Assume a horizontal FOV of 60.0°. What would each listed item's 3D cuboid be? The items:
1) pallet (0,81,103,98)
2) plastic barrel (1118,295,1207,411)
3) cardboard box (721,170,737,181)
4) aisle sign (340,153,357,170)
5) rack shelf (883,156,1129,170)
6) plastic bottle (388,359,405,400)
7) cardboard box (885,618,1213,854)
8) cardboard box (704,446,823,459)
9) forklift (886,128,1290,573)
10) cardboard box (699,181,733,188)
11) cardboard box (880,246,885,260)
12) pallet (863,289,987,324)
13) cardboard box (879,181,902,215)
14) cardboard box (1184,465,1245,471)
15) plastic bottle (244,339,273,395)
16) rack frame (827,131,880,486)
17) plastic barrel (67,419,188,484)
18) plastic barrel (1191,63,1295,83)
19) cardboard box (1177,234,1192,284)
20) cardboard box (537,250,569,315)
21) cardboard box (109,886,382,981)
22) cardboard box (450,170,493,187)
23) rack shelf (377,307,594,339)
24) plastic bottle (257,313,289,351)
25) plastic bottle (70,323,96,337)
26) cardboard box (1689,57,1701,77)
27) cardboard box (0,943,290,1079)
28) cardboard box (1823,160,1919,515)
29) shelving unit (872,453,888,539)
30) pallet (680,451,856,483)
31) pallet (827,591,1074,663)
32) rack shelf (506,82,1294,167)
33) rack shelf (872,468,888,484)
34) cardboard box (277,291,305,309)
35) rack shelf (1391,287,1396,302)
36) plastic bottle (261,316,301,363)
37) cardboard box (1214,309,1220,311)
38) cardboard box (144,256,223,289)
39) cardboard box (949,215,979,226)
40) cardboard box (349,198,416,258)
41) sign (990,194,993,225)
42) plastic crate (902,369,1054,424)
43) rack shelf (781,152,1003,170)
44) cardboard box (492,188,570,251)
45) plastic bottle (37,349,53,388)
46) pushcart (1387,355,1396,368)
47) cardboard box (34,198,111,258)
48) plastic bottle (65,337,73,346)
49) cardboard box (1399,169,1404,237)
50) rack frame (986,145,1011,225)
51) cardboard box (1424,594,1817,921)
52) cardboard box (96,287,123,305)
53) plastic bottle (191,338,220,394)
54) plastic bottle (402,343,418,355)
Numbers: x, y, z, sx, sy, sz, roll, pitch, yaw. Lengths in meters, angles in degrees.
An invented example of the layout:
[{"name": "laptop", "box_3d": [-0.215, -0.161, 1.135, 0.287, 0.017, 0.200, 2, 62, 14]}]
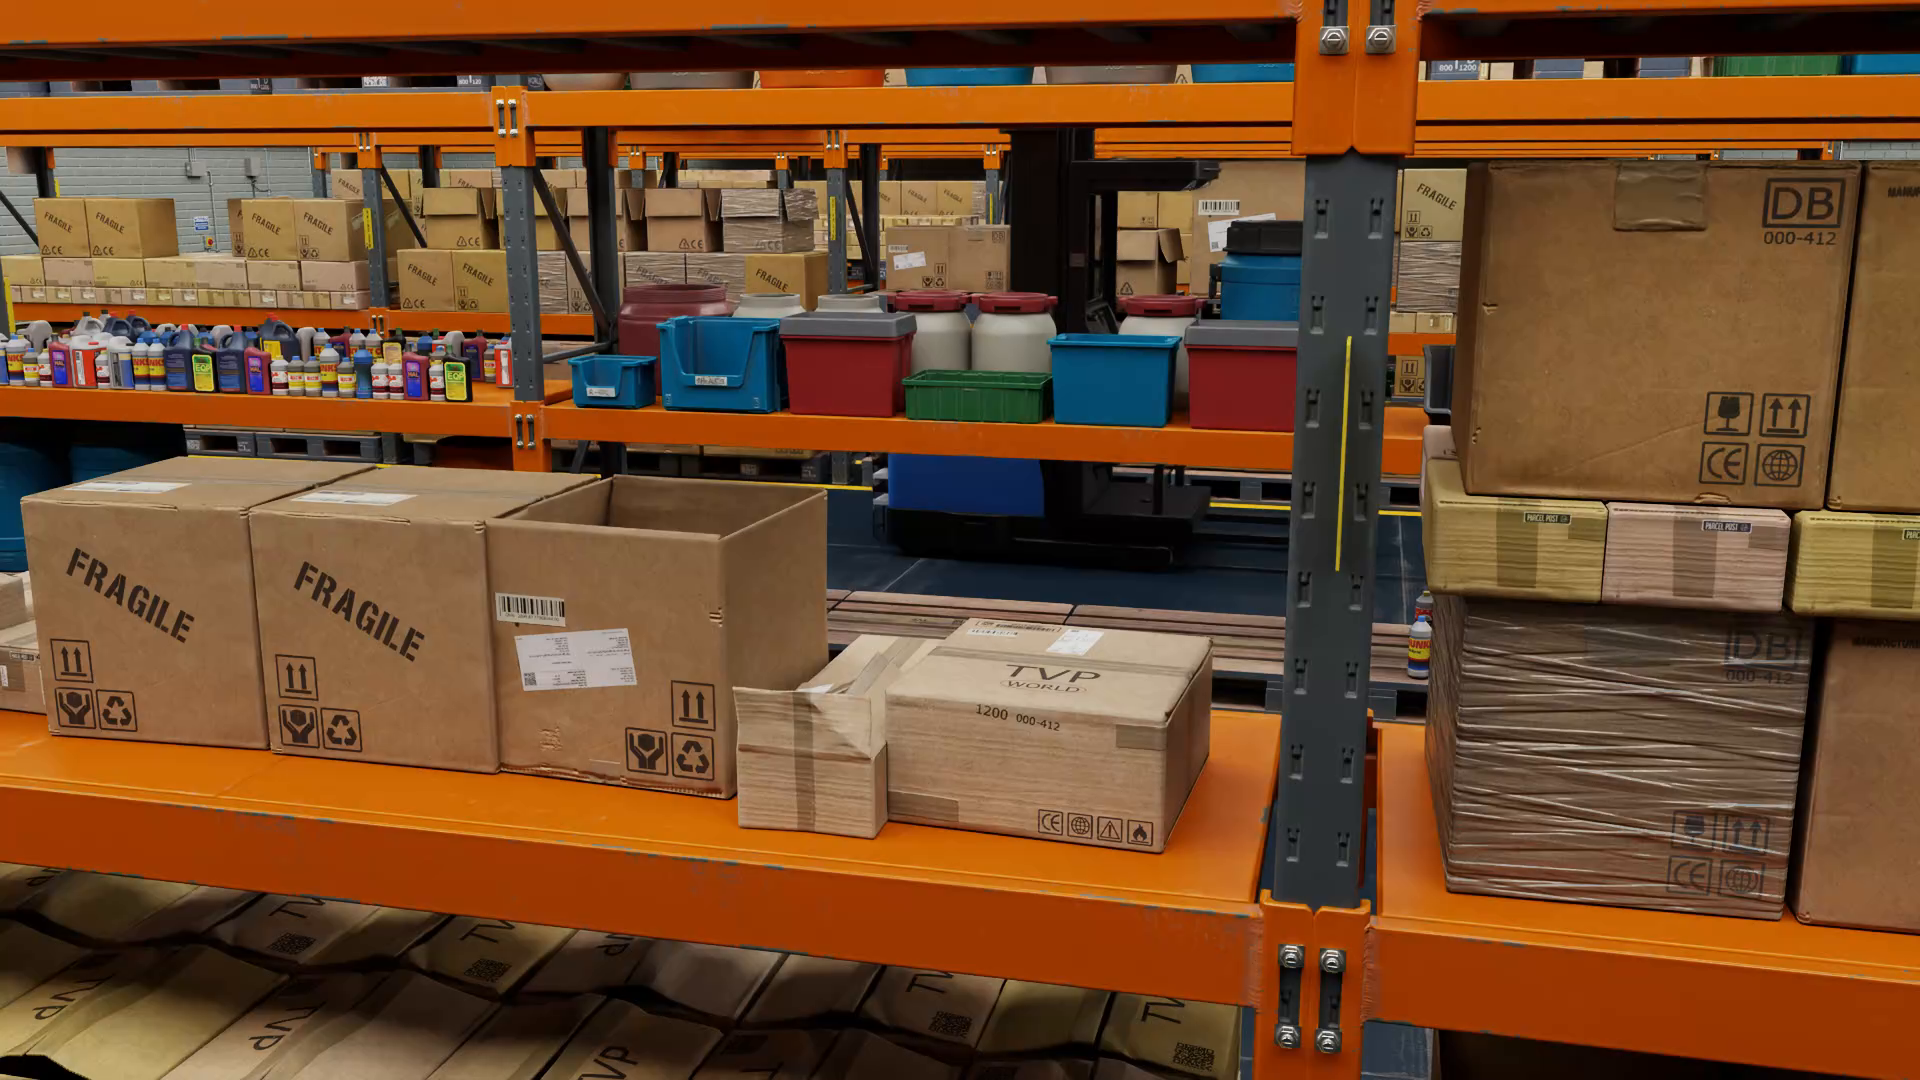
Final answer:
[{"name": "pallet", "box_3d": [-5.124, -2.520, 9.177, 1.003, 0.211, 1.213, 3, 13, 14]}, {"name": "plastic barrel", "box_3d": [0.982, -0.915, 8.117, 0.433, 0.535, 0.433, 0, 13, 0]}, {"name": "cardboard box", "box_3d": [-3.192, -5.147, 23.472, 0.250, 0.149, 0.380, 3, 13, 14]}, {"name": "aisle sign", "box_3d": [-7.318, -4.791, 19.899, 0.004, 0.787, 0.394, 3, 13, 14]}, {"name": "rack shelf", "box_3d": [0.780, -6.347, 27.650, 4.000, 0.370, 1.077, 3, 13, 14]}, {"name": "plastic bottle", "box_3d": [-2.852, -0.816, 8.446, 0.097, 0.201, 0.097, 0, 13, 0]}, {"name": "cardboard box", "box_3d": [0.180, 0.346, 3.096, 0.500, 0.250, 0.500, 4, 13, 17]}, {"name": "cardboard box", "box_3d": [-1.503, -1.210, 13.696, 0.875, 0.875, 1.225, 2, 13, 11]}, {"name": "forklift", "box_3d": [1.095, -1.356, 10.578, 3.031, 2.935, 1.130, 3, 13, 15]}, {"name": "cardboard box", "box_3d": [-3.362, -4.825, 23.515, 0.500, 0.500, 0.500, 3, 13, 13]}, {"name": "cardboard box", "box_3d": [-0.873, -3.091, 17.851, 0.250, 0.149, 0.380, 3, 13, 13]}, {"name": "pallet", "box_3d": [-0.121, -1.893, 13.286, 1.003, 0.211, 1.213, 3, 13, 14]}, {"name": "cardboard box", "box_3d": [-1.002, -4.700, 22.952, 0.500, 0.500, 0.500, 3, 13, 12]}, {"name": "cardboard box", "box_3d": [1.996, -0.854, 12.912, 0.500, 0.500, 0.700, 3, 13, 13]}, {"name": "plastic bottle", "box_3d": [-3.630, -0.894, 8.606, 0.133, 0.283, 0.061, 3, 13, 14]}, {"name": "rack frame", "box_3d": [-0.838, -2.002, 13.331, 0.127, 3.000, 1.000, 3, 13, 14]}, {"name": "plastic barrel", "box_3d": [-4.697, -0.280, 9.445, 0.708, 0.901, 0.600, 3, 13, 14]}, {"name": "plastic barrel", "box_3d": [1.313, -2.442, 7.235, 0.708, 0.901, 0.600, 3, 13, 14]}, {"name": "cardboard box", "box_3d": [2.286, -2.930, 17.283, 0.500, 0.500, 0.500, 3, 13, 13]}, {"name": "cardboard box", "box_3d": [-3.361, -2.130, 13.677, 0.500, 0.500, 0.500, 3, 13, 12]}, {"name": "cardboard box", "box_3d": [-1.652, 0.973, 4.008, 0.500, 0.311, 0.500, 3, 13, 13]}, {"name": "cardboard box", "box_3d": [-5.460, -3.975, 19.001, 0.500, 0.500, 0.500, 3, 13, 12]}, {"name": "rack shelf", "box_3d": [-2.780, -1.754, 13.876, 4.000, 0.370, 1.077, 3, 13, 14]}, {"name": "plastic bottle", "box_3d": [-3.868, -1.108, 9.415, 0.185, 0.351, 0.144, 3, 13, 14]}, {"name": "plastic bottle", "box_3d": [-5.094, -1.136, 9.714, 0.135, 0.276, 0.152, 3, 13, 14]}, {"name": "cardboard box", "box_3d": [5.068, -3.214, 11.296, 0.250, 0.149, 0.380, 2, 13, 11]}, {"name": "cardboard box", "box_3d": [-1.771, 1.086, 3.496, 0.500, 0.311, 0.500, 3, 13, 12]}, {"name": "cardboard box", "box_3d": [1.591, -0.346, 2.640, 0.500, 0.500, 0.700, 3, 13, 13]}, {"name": "shelving unit", "box_3d": [-0.459, -0.466, 11.257, 0.210, 0.900, 0.258, 3, 13, 15]}, {"name": "pallet", "box_3d": [-1.586, -0.697, 13.889, 1.213, 0.211, 1.003, 3, 13, 14]}, {"name": "pallet", "box_3d": [-0.101, 0.513, 8.433, 1.213, 0.211, 1.003, 3, 13, 14]}, {"name": "rack shelf", "box_3d": [-0.083, -1.970, 7.921, 4.000, 0.370, 1.077, 3, 13, 14]}, {"name": "rack shelf", "box_3d": [-0.459, -0.433, 11.264, 0.200, 0.077, 0.258, 3, 13, 15]}, {"name": "cardboard box", "box_3d": [-5.596, -2.060, 14.175, 0.250, 0.149, 0.380, 3, 13, 13]}, {"name": "rack shelf", "box_3d": [6.273, -2.377, 16.683, 4.000, 0.370, 1.077, 3, 13, 14]}, {"name": "plastic bottle", "box_3d": [-3.774, -1.069, 9.239, 0.185, 0.351, 0.144, 3, 13, 14]}, {"name": "cardboard box", "box_3d": [3.535, -2.899, 22.473, 0.625, 0.372, 0.950, 4, 13, 15]}, {"name": "cardboard box", "box_3d": [-6.703, -2.329, 14.464, 0.500, 0.250, 0.500, 3, 13, 12]}, {"name": "cardboard box", "box_3d": [0.042, -3.477, 18.218, 0.250, 0.149, 0.380, 3, 13, 14]}, {"name": "cardboard box", "box_3d": [-5.126, -2.726, 14.523, 0.500, 0.500, 0.500, 3, 13, 14]}, {"name": "sign", "box_3d": [0.327, -3.451, 17.375, 0.005, 0.325, 0.100, 3, 13, 14]}, {"name": "plastic crate", "box_3d": [0.100, -0.680, 7.863, 0.662, 0.188, 0.450, 3, 13, 14]}, {"name": "rack shelf", "box_3d": [-0.406, -5.303, 22.944, 4.000, 0.370, 1.077, 3, 13, 14]}, {"name": "cardboard box", "box_3d": [-3.436, -2.678, 13.834, 0.637, 0.503, 0.797, 3, 13, 14]}, {"name": "plastic bottle", "box_3d": [-4.900, -0.926, 8.940, 0.097, 0.201, 0.097, 0, 13, 0]}, {"name": "pushcart", "box_3d": [4.922, -2.116, 19.899, 0.936, 0.377, 1.648, -1, 13, -6]}, {"name": "cardboard box", "box_3d": [-7.719, -2.747, 14.620, 0.500, 0.500, 0.500, 3, 13, 12]}, {"name": "plastic bottle", "box_3d": [-5.106, -1.072, 9.599, 0.097, 0.201, 0.097, 0, 13, 0]}, {"name": "cardboard box", "box_3d": [3.548, -2.511, 12.399, 0.500, 0.500, 0.500, 3, 13, 14]}, {"name": "rack frame", "box_3d": [0.448, -3.039, 18.008, 0.127, 3.000, 1.000, 3, 13, 14]}, {"name": "cardboard box", "box_3d": [1.100, 0.262, 2.898, 0.500, 0.500, 0.700, 3, 13, 12]}, {"name": "cardboard box", "box_3d": [-7.342, -2.153, 14.595, 0.250, 0.149, 0.380, 3, 13, 12]}, {"name": "plastic bottle", "box_3d": [-3.939, -0.910, 8.681, 0.133, 0.283, 0.061, 3, 13, 14]}, {"name": "plastic bottle", "box_3d": [-3.053, -0.996, 9.258, 0.097, 0.201, 0.097, 0, 13, 0]}]
